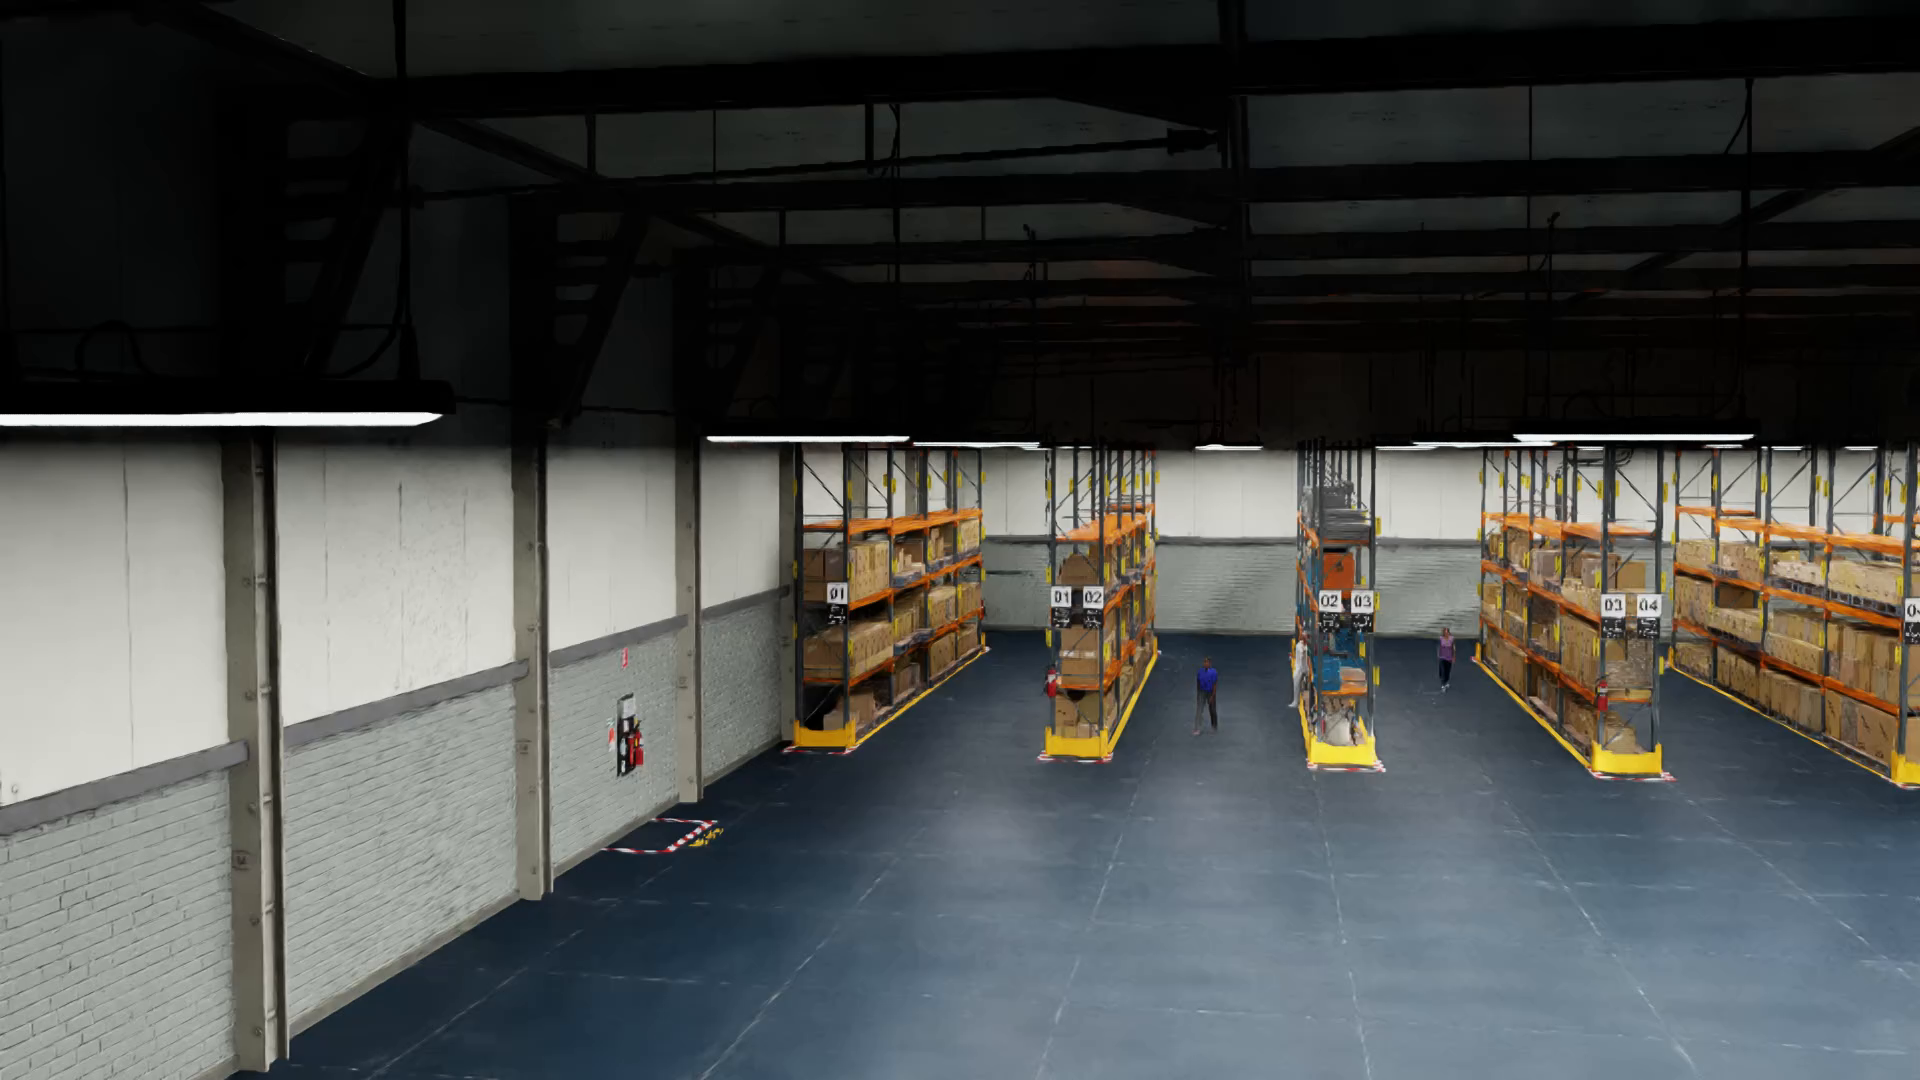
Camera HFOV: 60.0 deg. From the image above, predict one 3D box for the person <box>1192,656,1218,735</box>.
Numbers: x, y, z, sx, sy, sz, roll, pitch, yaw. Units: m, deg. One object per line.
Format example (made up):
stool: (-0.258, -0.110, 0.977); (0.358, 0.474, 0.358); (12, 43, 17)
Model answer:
person: (5.004, 3.130, 33.653); (0.443, 1.586, 1.001); (1, 3, 20)

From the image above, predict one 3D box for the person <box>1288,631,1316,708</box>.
person: (7.783, 2.885, 37.307); (0.636, 1.732, 1.054); (2, 4, 31)

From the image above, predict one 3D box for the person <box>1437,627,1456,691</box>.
person: (11.710, 2.835, 40.031); (0.416, 1.525, 1.034); (0, 3, 9)

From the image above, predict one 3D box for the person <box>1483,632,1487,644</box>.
person: (15.582, 2.265, 48.628); (0.741, 1.773, 0.523); (-2, 4, -31)
